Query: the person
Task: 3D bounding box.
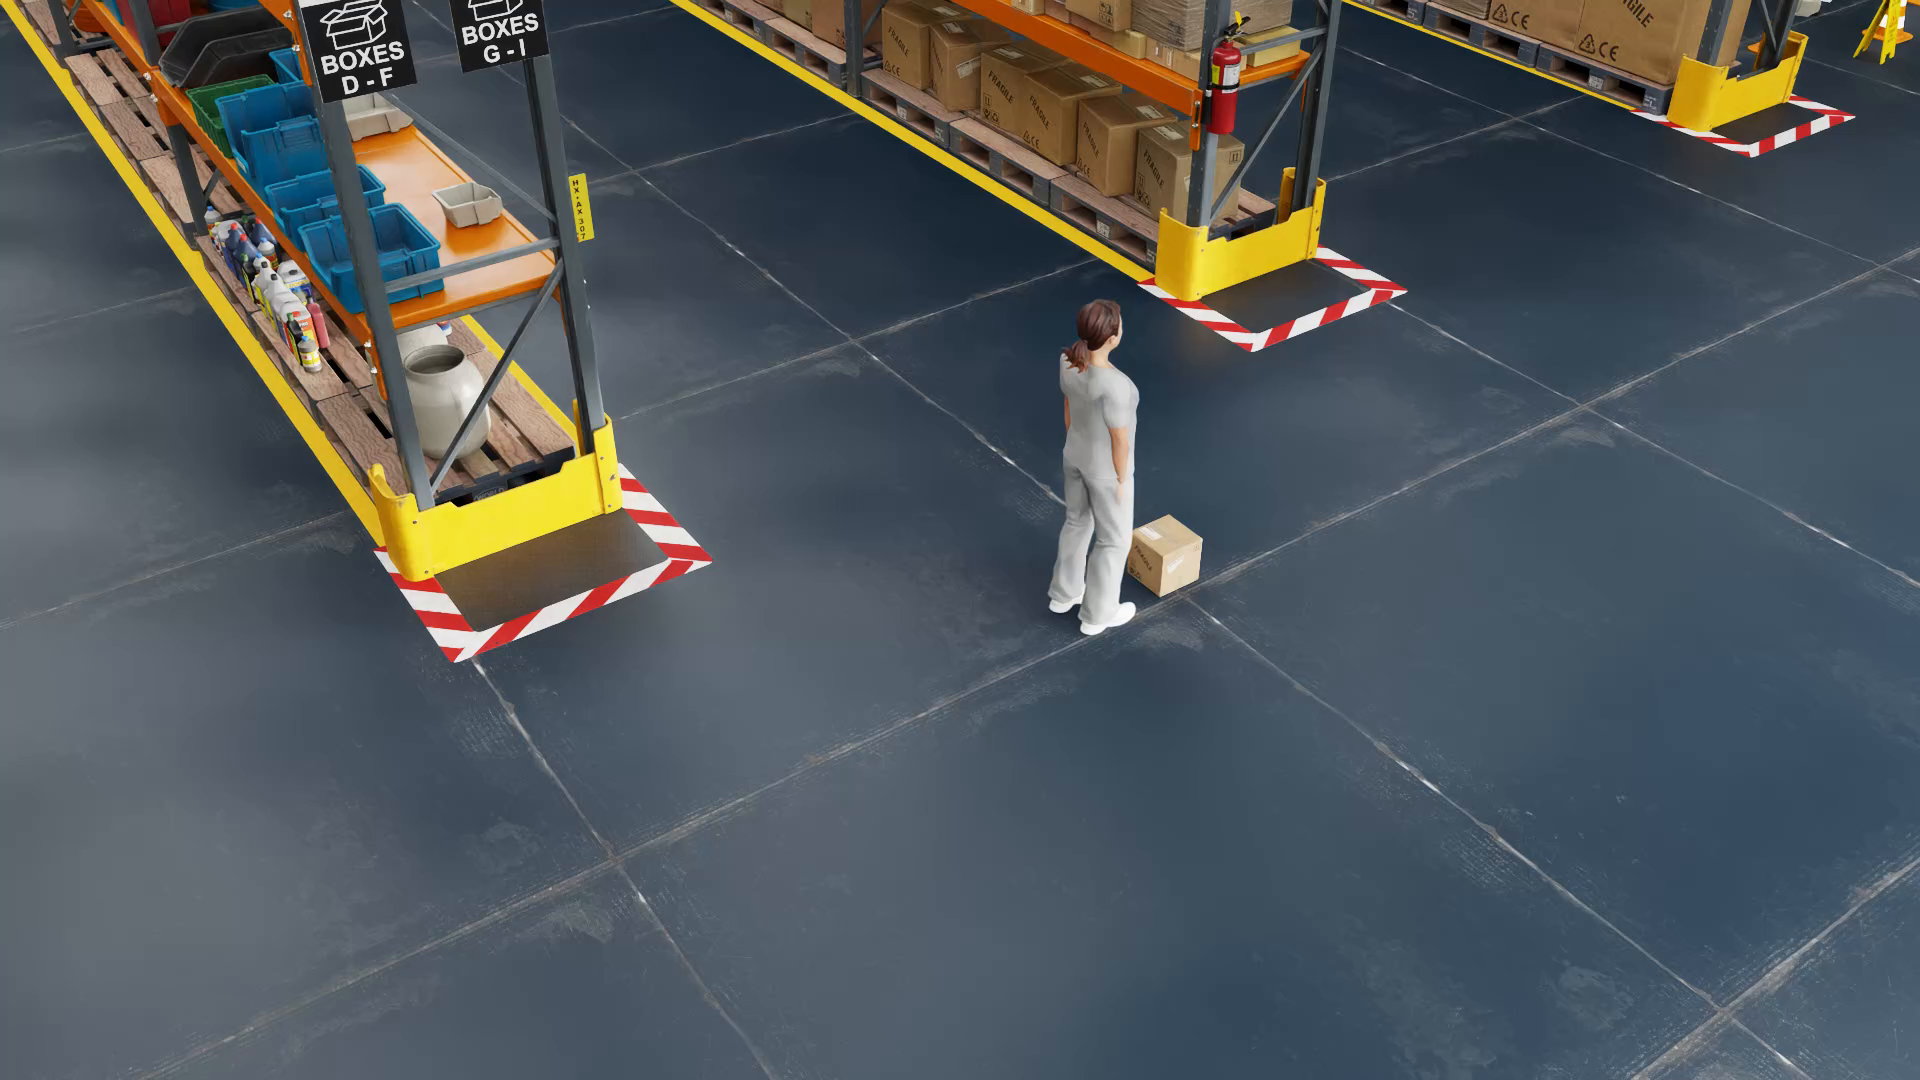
[{"bbox_3d":[0.604,-0.328,7.458,0.369,1.673,0.435,-22,42,-27],"label":"person"}]
